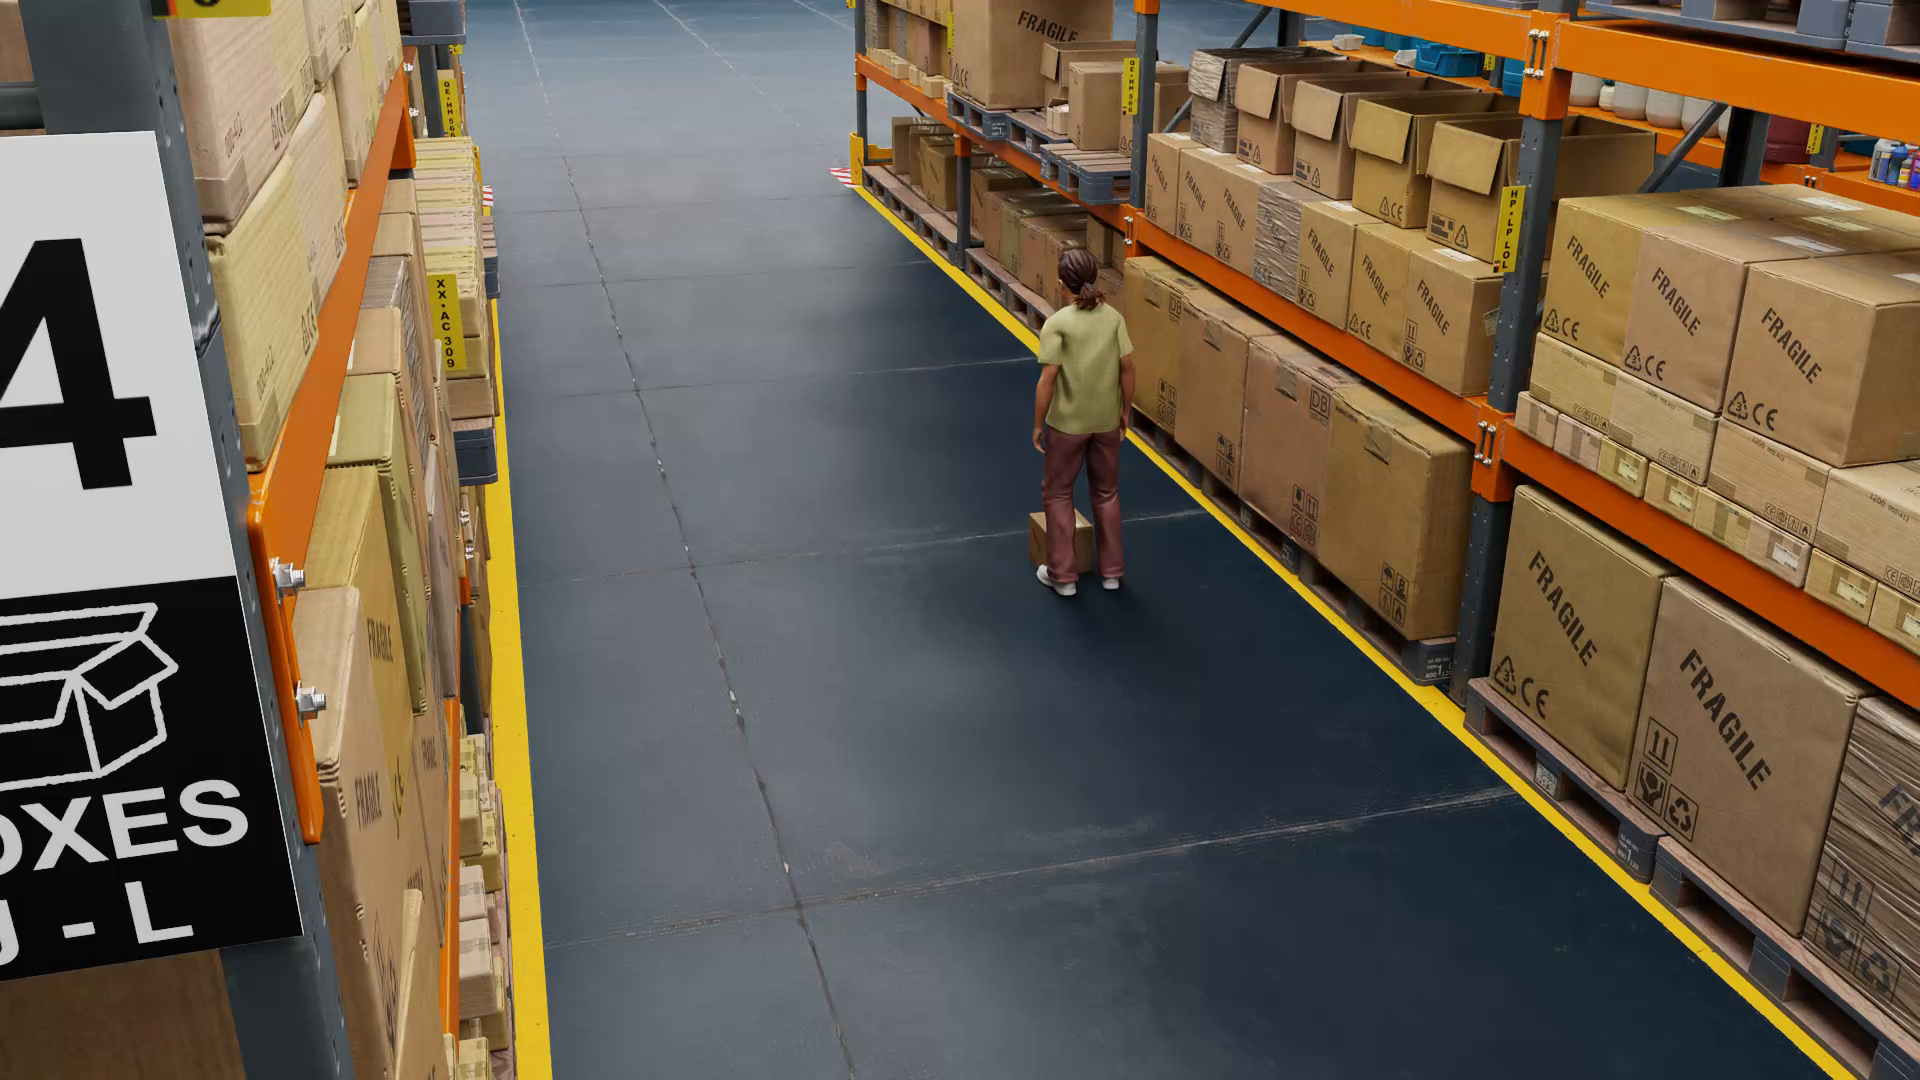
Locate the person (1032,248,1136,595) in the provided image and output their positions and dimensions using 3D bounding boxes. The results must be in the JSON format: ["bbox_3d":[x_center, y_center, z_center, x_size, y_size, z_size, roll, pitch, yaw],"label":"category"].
[{"bbox_3d":[0.577,-0.546,7.885,0.518,1.671,0.362,-8,24,-18],"label":"person"}]
